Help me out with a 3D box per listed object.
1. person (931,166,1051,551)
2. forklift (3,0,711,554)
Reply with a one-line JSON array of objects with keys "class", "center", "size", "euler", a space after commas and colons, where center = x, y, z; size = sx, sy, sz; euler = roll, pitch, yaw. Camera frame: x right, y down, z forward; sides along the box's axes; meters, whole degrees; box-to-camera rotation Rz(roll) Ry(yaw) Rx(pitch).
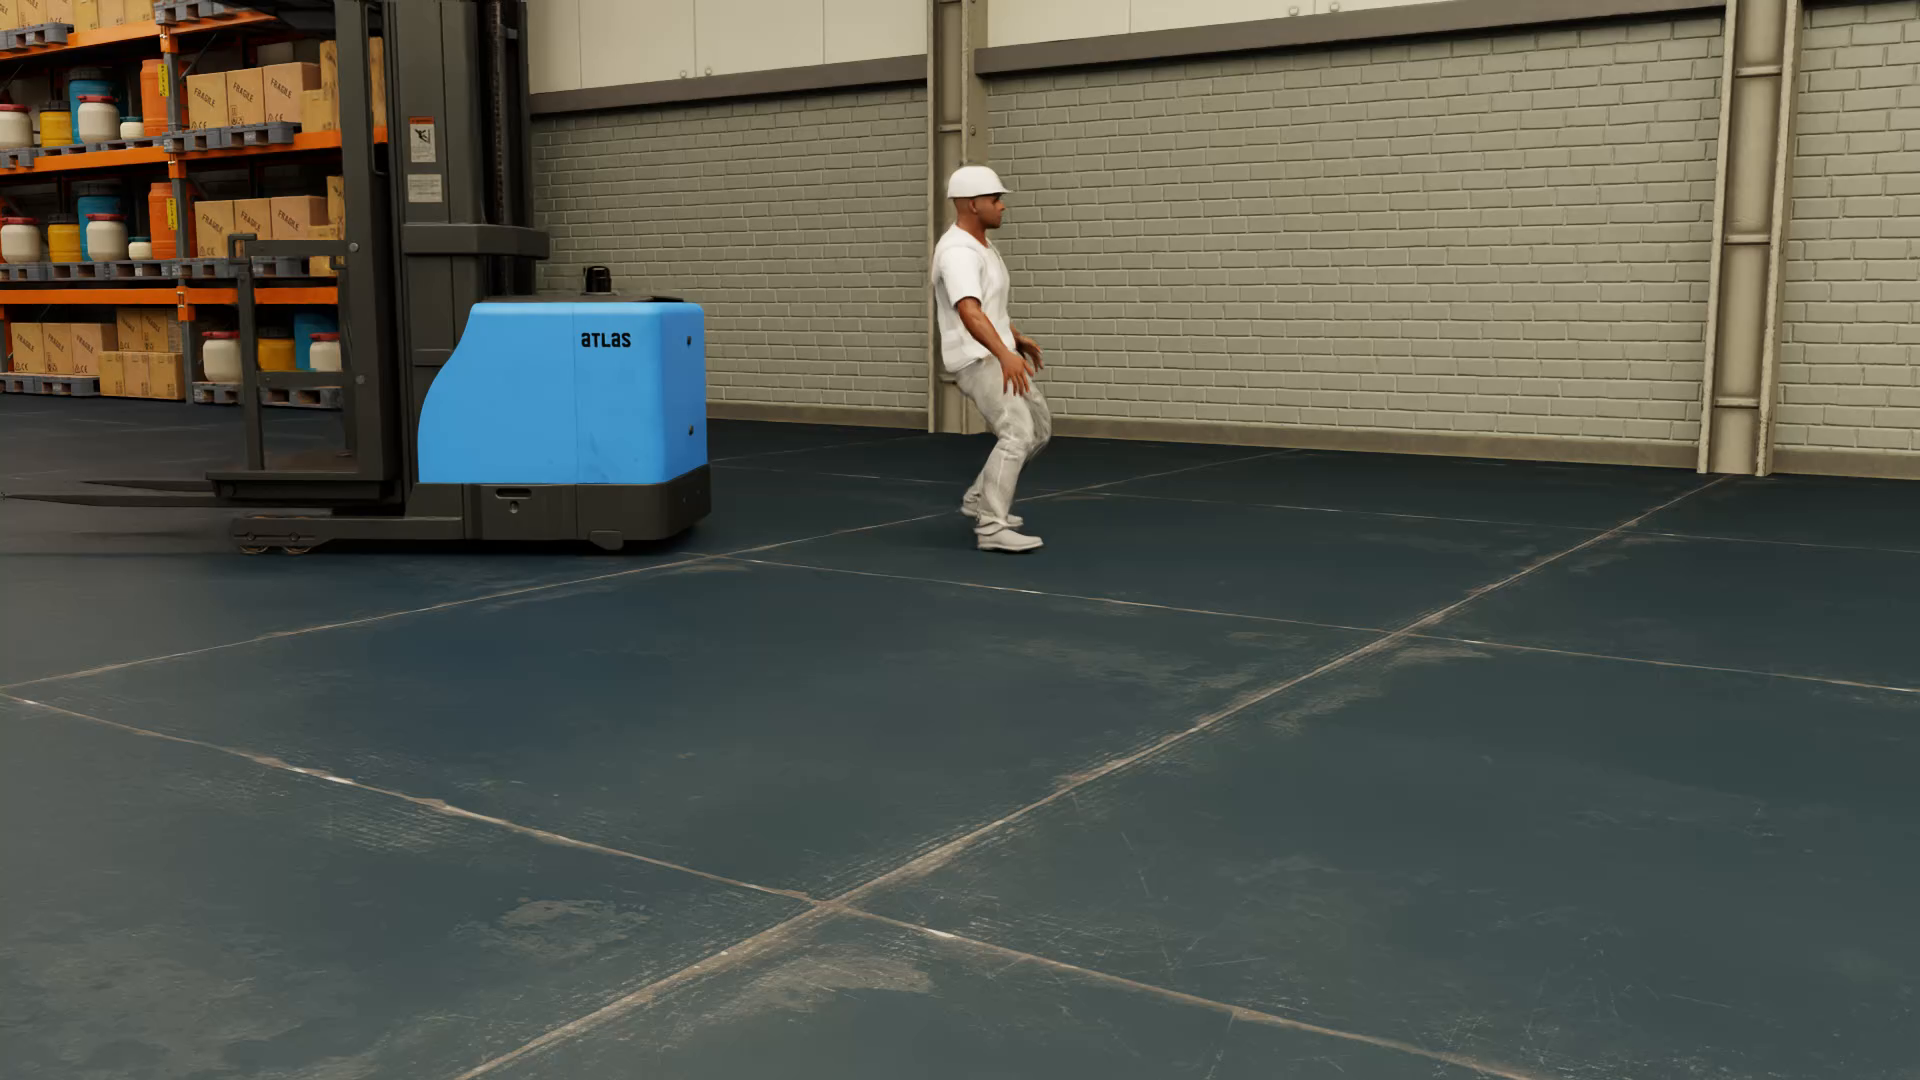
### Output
[{"class": "person", "center": [0.150, -0.821, 7.446], "size": [0.547, 1.678, 0.826], "euler": [2, 8, 11]}, {"class": "forklift", "center": [-2.735, -1.462, 7.476], "size": [3.031, 2.935, 1.130], "euler": [0, 8, 3]}]
